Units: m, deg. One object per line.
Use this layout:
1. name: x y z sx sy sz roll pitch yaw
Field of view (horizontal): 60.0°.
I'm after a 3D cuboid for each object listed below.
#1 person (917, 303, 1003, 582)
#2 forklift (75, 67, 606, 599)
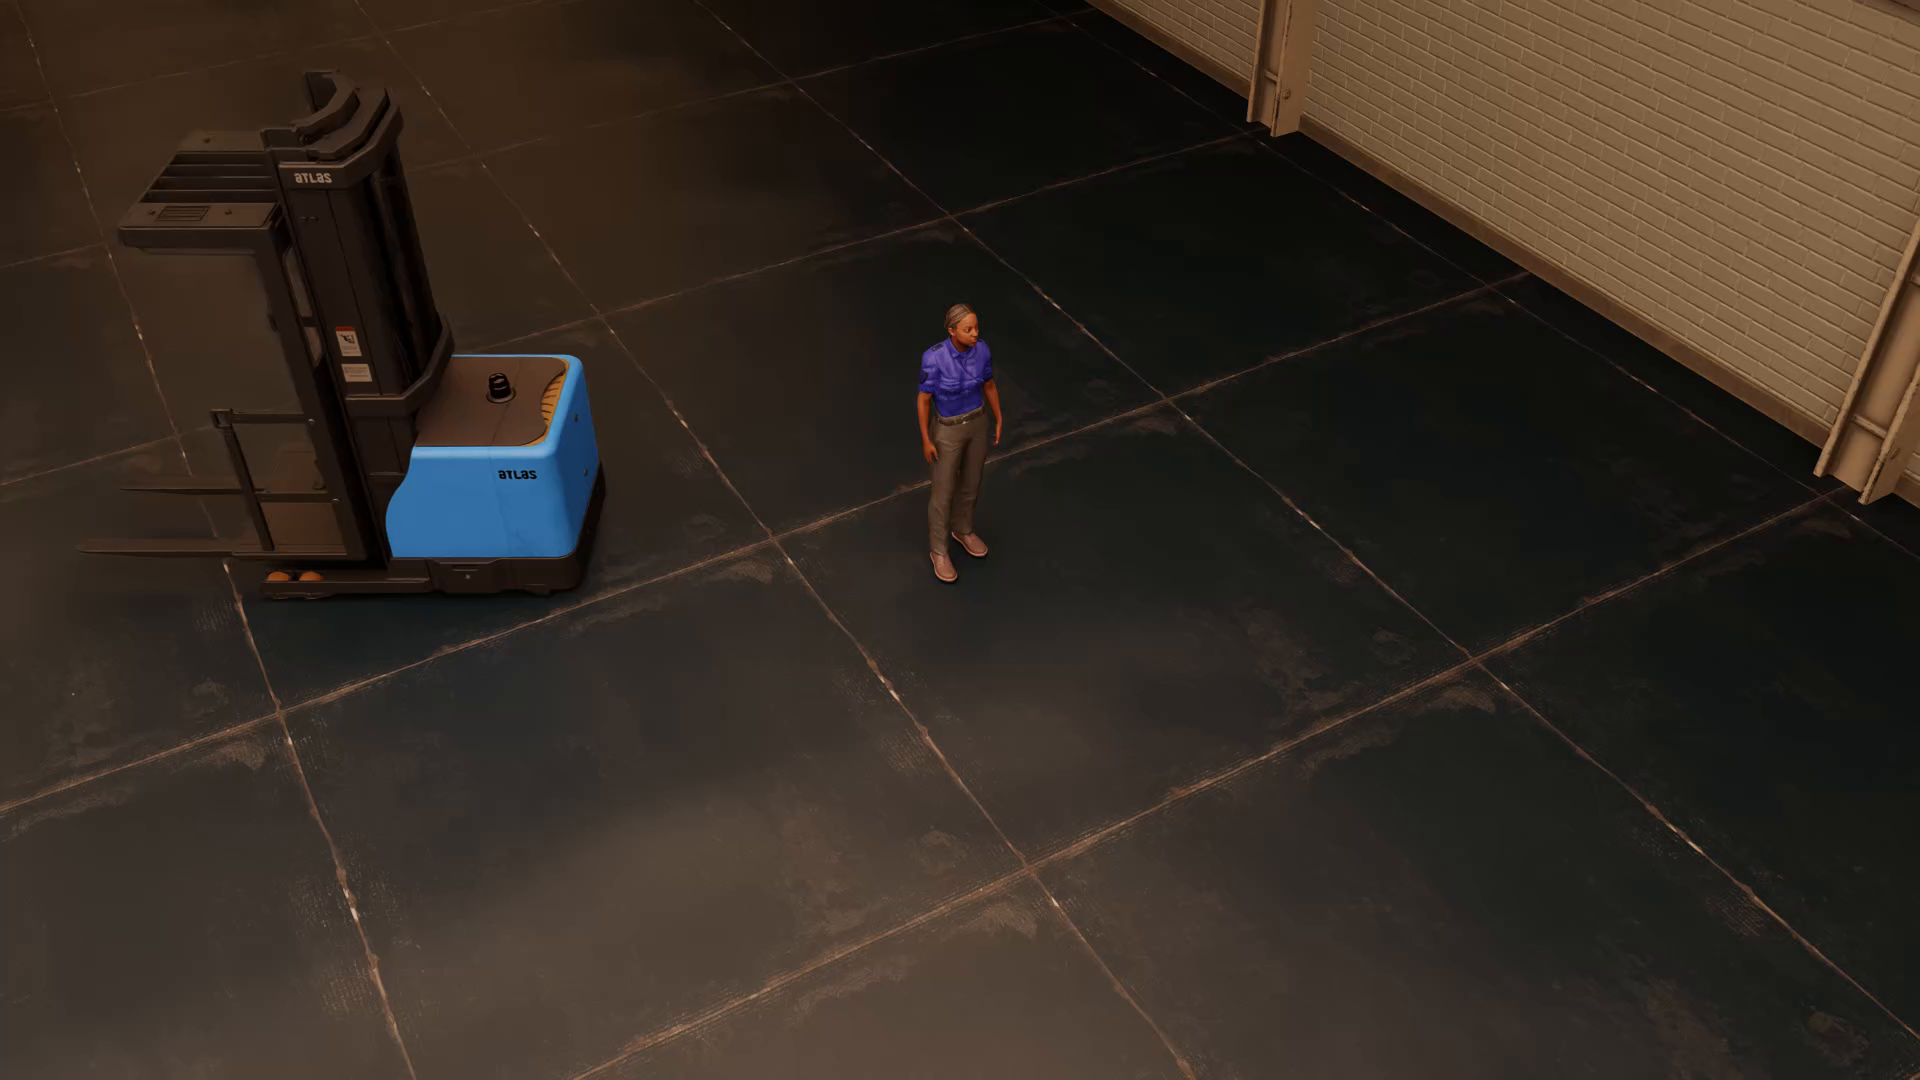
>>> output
1. person: 0.027 -0.588 9.733 0.569 1.656 0.503 -20 44 -23
2. forklift: -3.767 -1.113 9.378 3.031 2.935 1.130 0 40 0
